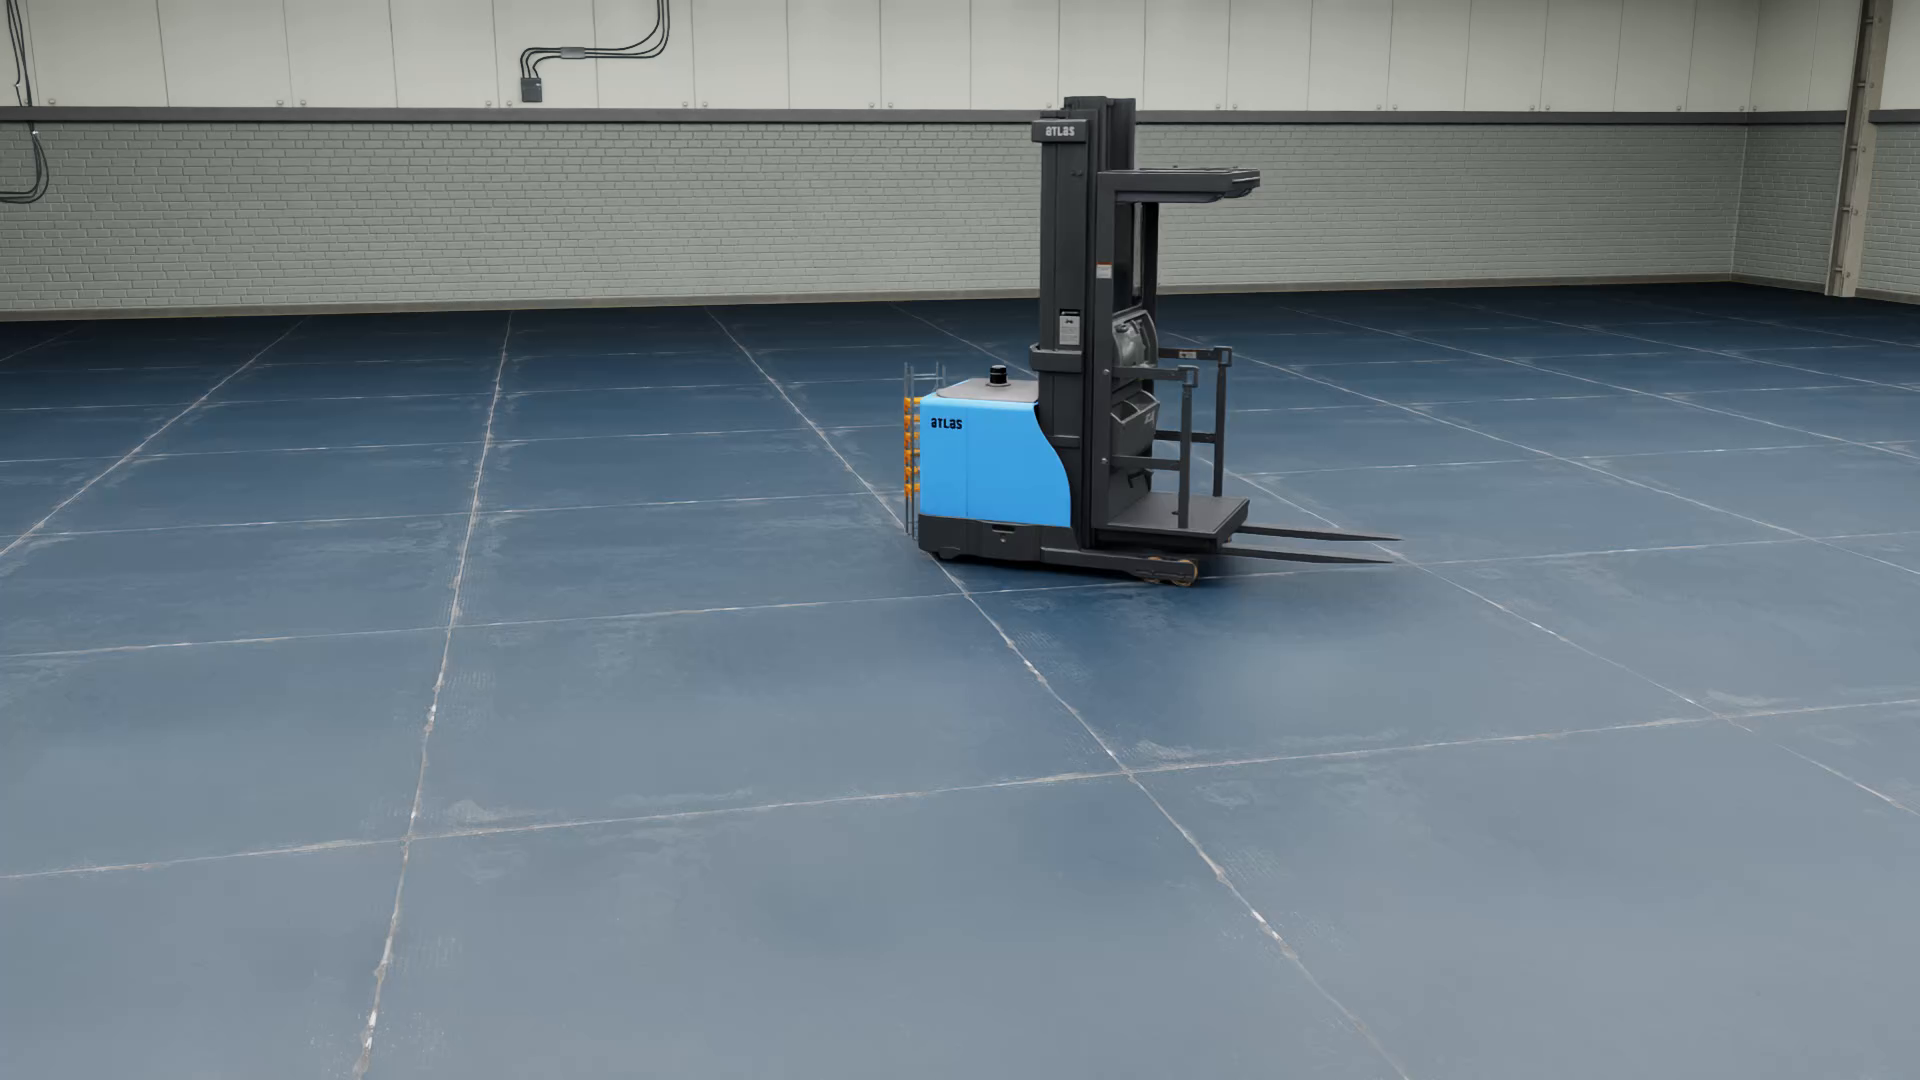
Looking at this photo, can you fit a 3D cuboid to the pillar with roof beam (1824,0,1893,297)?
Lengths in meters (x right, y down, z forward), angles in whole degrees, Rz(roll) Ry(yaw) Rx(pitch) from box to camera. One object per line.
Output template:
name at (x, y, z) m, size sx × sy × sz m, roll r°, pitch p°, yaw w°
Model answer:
pillar with roof beam at (10.972, -8.336, 26.586) m, size 9.100 × 9.000 × 0.400 m, roll -3°, pitch 14°, yaw -13°

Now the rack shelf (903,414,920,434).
rack shelf at (-0.239, -0.796, 11.335) m, size 0.258 × 0.103 × 0.180 m, roll -4°, pitch 14°, yaw -15°

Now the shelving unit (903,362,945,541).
shelving unit at (-0.239, -0.606, 11.381) m, size 0.258 × 1.200 × 0.189 m, roll -4°, pitch 14°, yaw -15°

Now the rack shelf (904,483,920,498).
rack shelf at (-0.239, -0.330, 11.448) m, size 0.258 × 0.103 × 0.180 m, roll -4°, pitch 14°, yaw -15°

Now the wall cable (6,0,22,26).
wall cable at (-12.240, -8.669, 23.851) m, size 3.097 × 2.526 × 0.112 m, roll -3°, pitch 14°, yaw -13°

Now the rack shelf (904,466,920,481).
rack shelf at (-0.239, -0.447, 11.420) m, size 0.258 × 0.103 × 0.180 m, roll -4°, pitch 14°, yaw -15°

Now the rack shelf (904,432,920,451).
rack shelf at (-0.239, -0.680, 11.363) m, size 0.258 × 0.103 × 0.180 m, roll -4°, pitch 14°, yaw -15°

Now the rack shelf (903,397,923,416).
rack shelf at (-0.239, -0.913, 11.306) m, size 0.258 × 0.103 × 0.180 m, roll -4°, pitch 14°, yaw -15°

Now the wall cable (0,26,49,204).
wall cable at (-14.869, -6.065, 23.833) m, size 3.097 × 2.526 × 0.112 m, roll -3°, pitch 14°, yaw -13°

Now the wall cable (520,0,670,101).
wall cable at (-5.638, -9.751, 25.212) m, size 2.305 × 6.003 × 0.169 m, roll -3°, pitch 14°, yaw -13°

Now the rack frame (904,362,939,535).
rack frame at (-0.263, -0.627, 11.467) m, size 0.240 × 1.200 × 0.006 m, roll -4°, pitch 14°, yaw -15°

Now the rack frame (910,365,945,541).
rack frame at (-0.215, -0.585, 11.295) m, size 0.240 × 1.200 × 0.006 m, roll -4°, pitch 14°, yaw -15°

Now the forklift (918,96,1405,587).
forklift at (1.296, -1.279, 10.486) m, size 3.031 × 2.935 × 1.130 m, roll 5°, pitch 15°, yaw 20°

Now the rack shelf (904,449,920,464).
rack shelf at (-0.239, -0.563, 11.392) m, size 0.258 × 0.103 × 0.180 m, roll -4°, pitch 14°, yaw -15°
